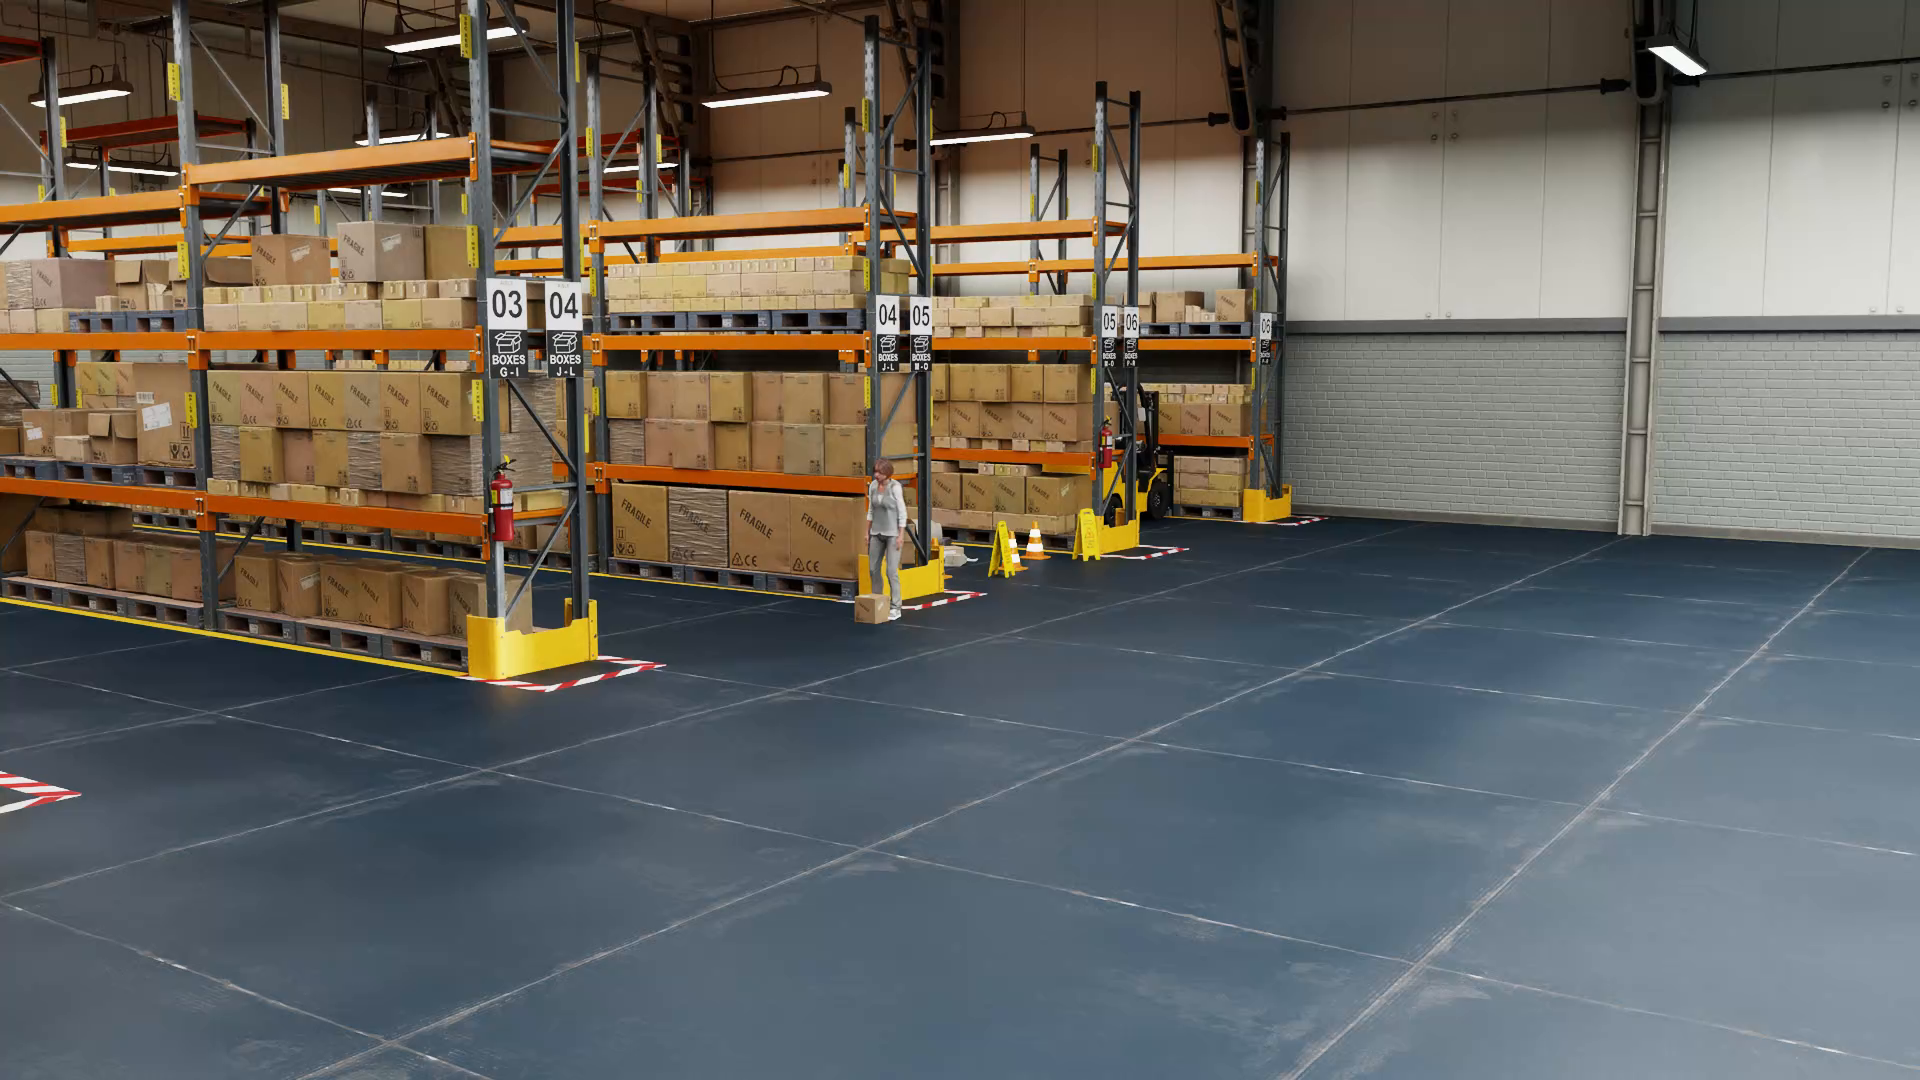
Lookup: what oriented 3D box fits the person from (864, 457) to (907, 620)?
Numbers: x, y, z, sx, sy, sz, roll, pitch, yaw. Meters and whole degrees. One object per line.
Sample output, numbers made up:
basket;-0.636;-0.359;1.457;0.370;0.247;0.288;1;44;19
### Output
person;-0.733;-0.020;16.374;0.464;1.592;0.345;4;8;33
